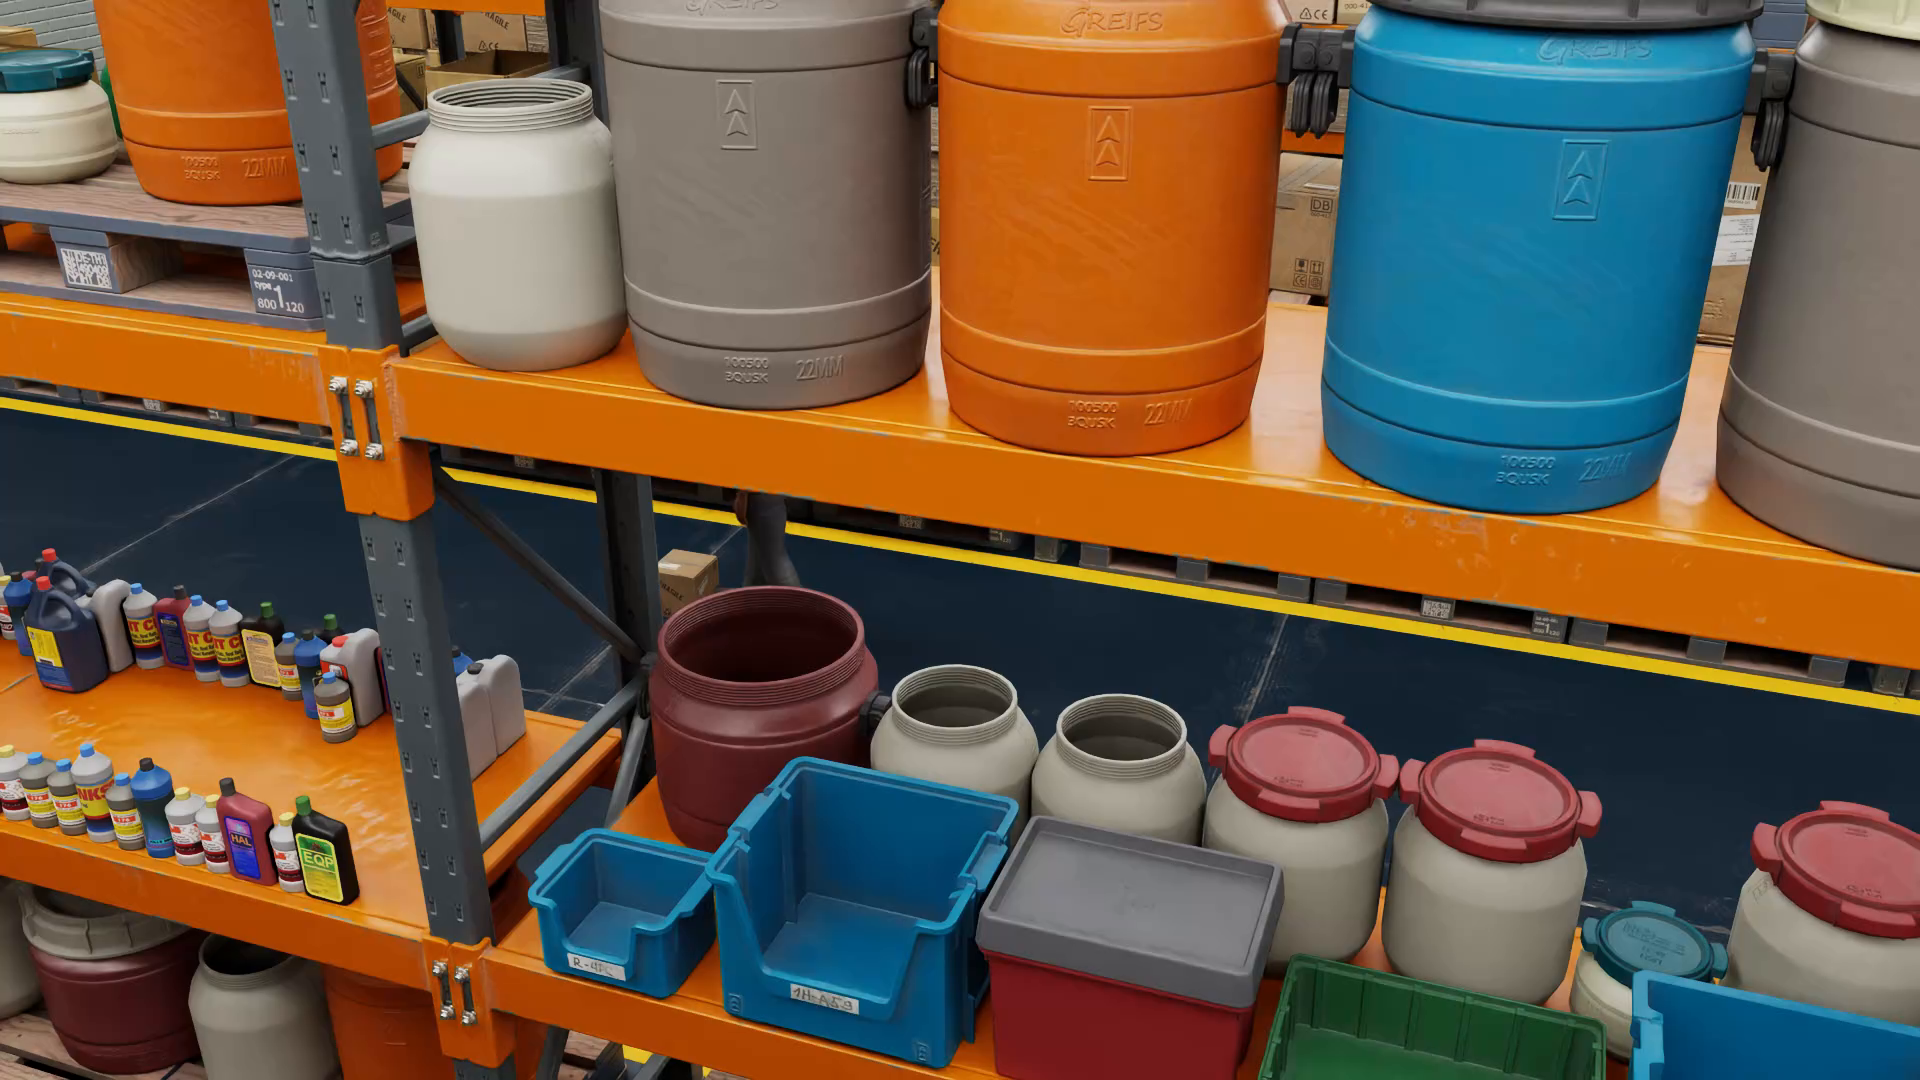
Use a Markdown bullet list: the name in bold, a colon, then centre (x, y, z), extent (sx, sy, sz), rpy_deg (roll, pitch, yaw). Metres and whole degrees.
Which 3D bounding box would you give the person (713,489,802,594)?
- **person**: centre (-0.976, -0.305, 7.737), extent (0.697, 1.643, 0.458), rpy_deg (14, 29, 26)
